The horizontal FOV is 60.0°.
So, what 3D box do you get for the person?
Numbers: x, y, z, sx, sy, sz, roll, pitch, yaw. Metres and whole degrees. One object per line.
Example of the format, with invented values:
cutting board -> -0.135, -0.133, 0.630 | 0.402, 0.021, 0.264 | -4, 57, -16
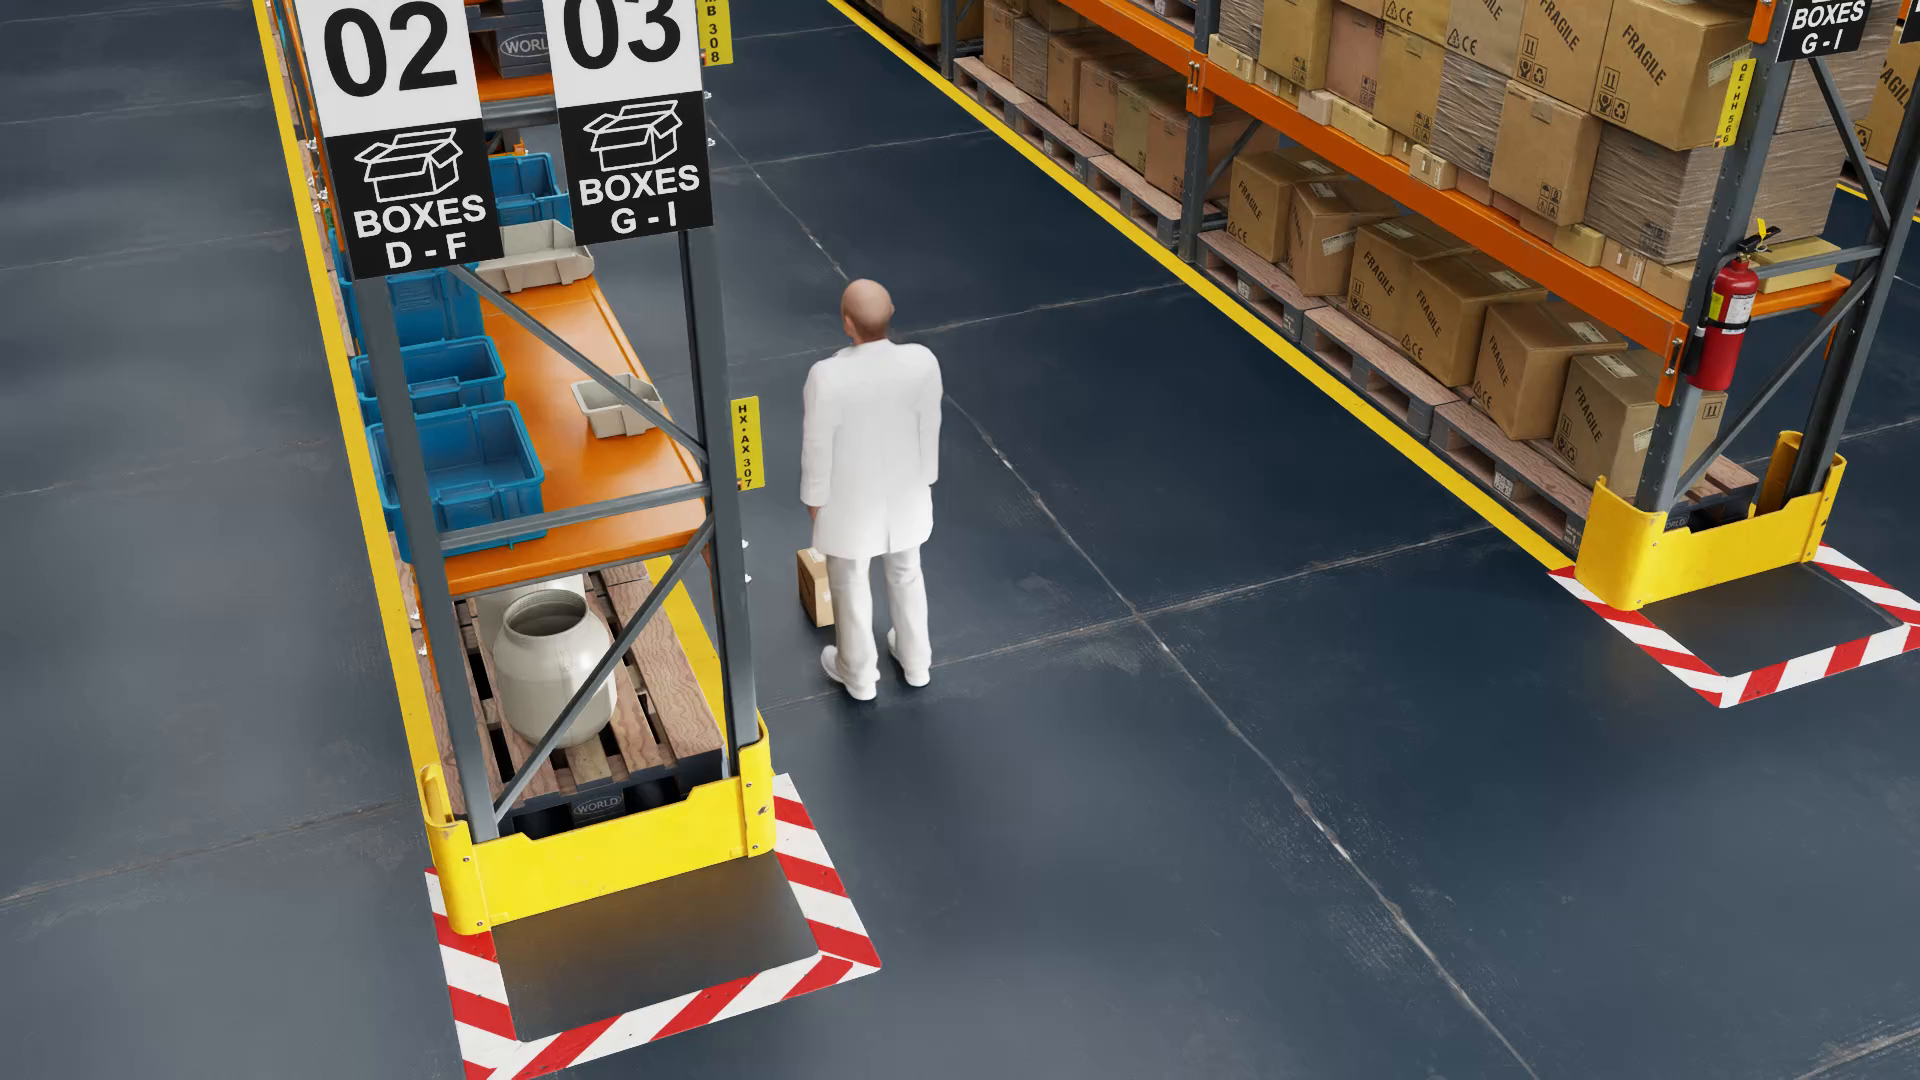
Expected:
person -> -0.354, -0.197, 6.458 | 0.561, 1.779, 0.376 | -13, 35, -20
